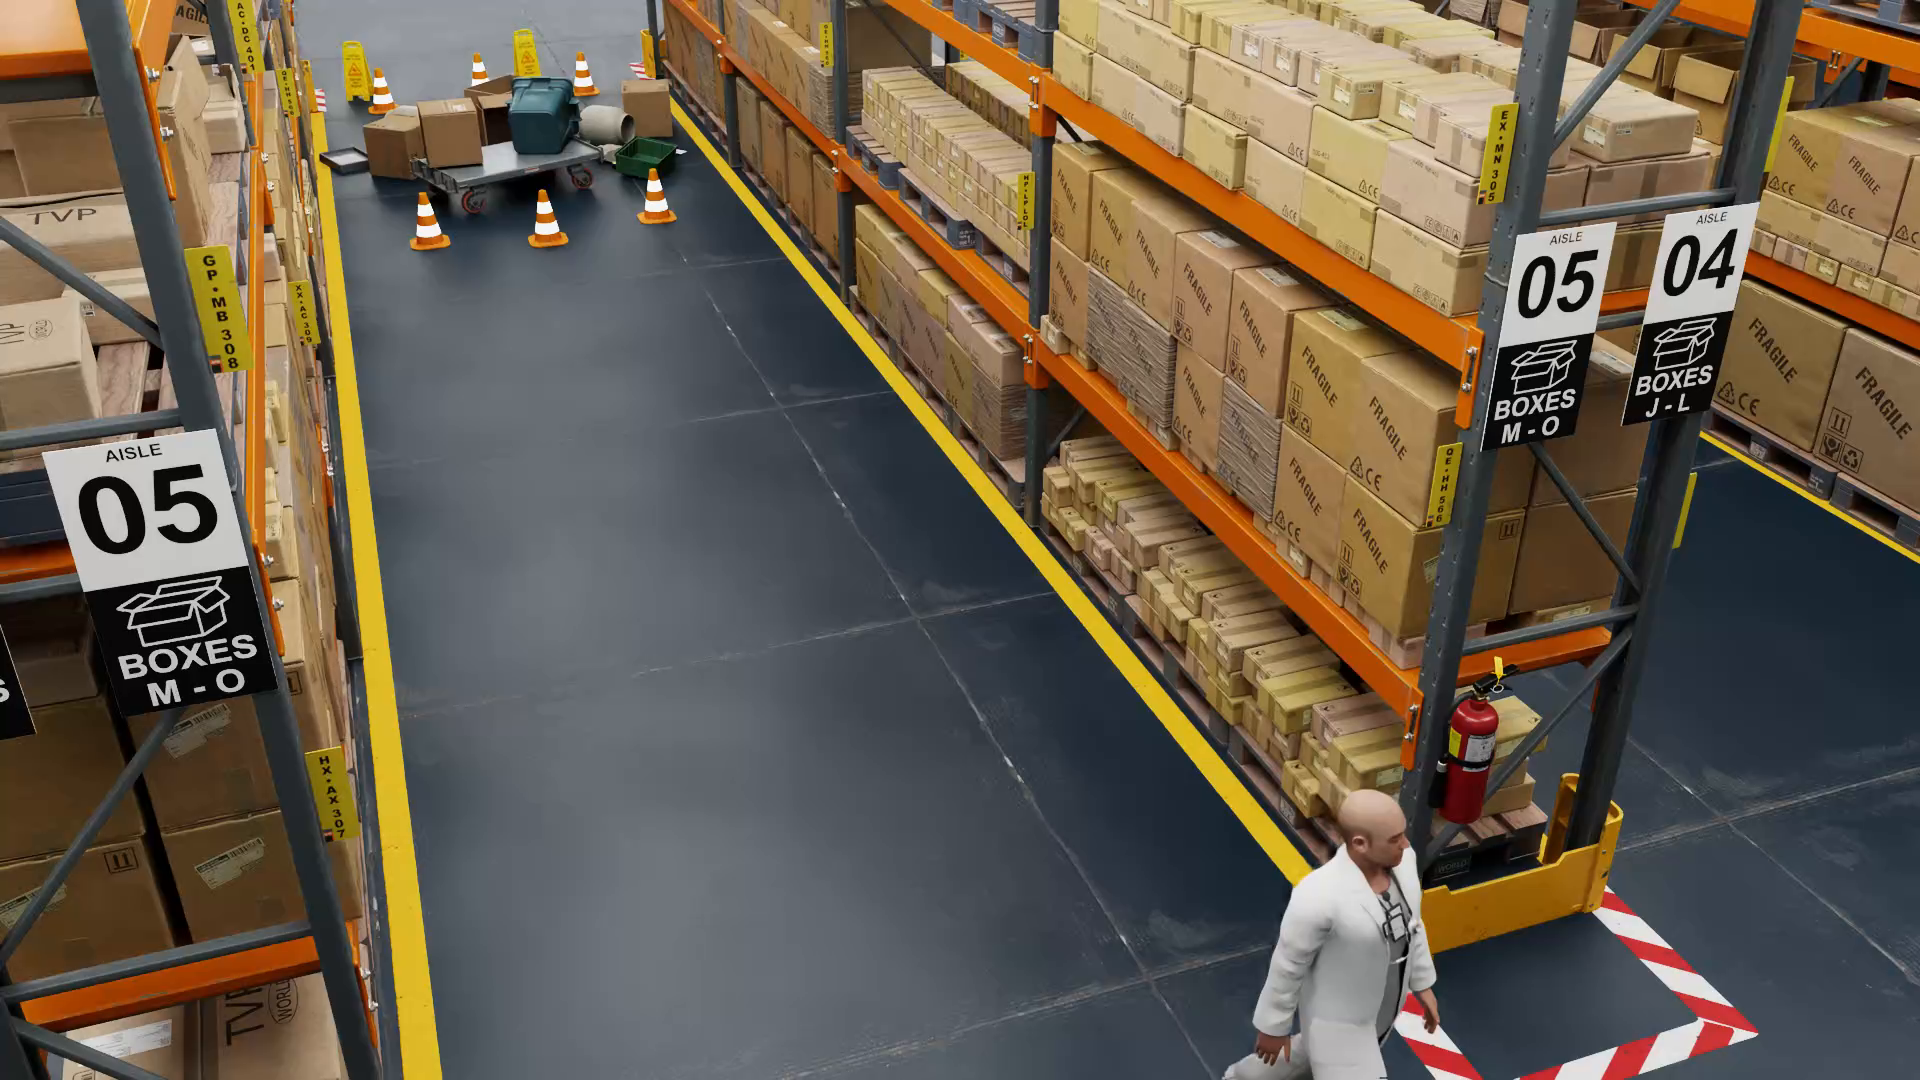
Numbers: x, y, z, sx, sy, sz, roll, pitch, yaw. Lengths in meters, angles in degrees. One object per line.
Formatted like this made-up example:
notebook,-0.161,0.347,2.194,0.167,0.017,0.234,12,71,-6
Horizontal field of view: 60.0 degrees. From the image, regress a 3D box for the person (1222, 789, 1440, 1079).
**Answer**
person,1.347,1.582,5.562,0.626,1.732,1.068,-24,38,-36
